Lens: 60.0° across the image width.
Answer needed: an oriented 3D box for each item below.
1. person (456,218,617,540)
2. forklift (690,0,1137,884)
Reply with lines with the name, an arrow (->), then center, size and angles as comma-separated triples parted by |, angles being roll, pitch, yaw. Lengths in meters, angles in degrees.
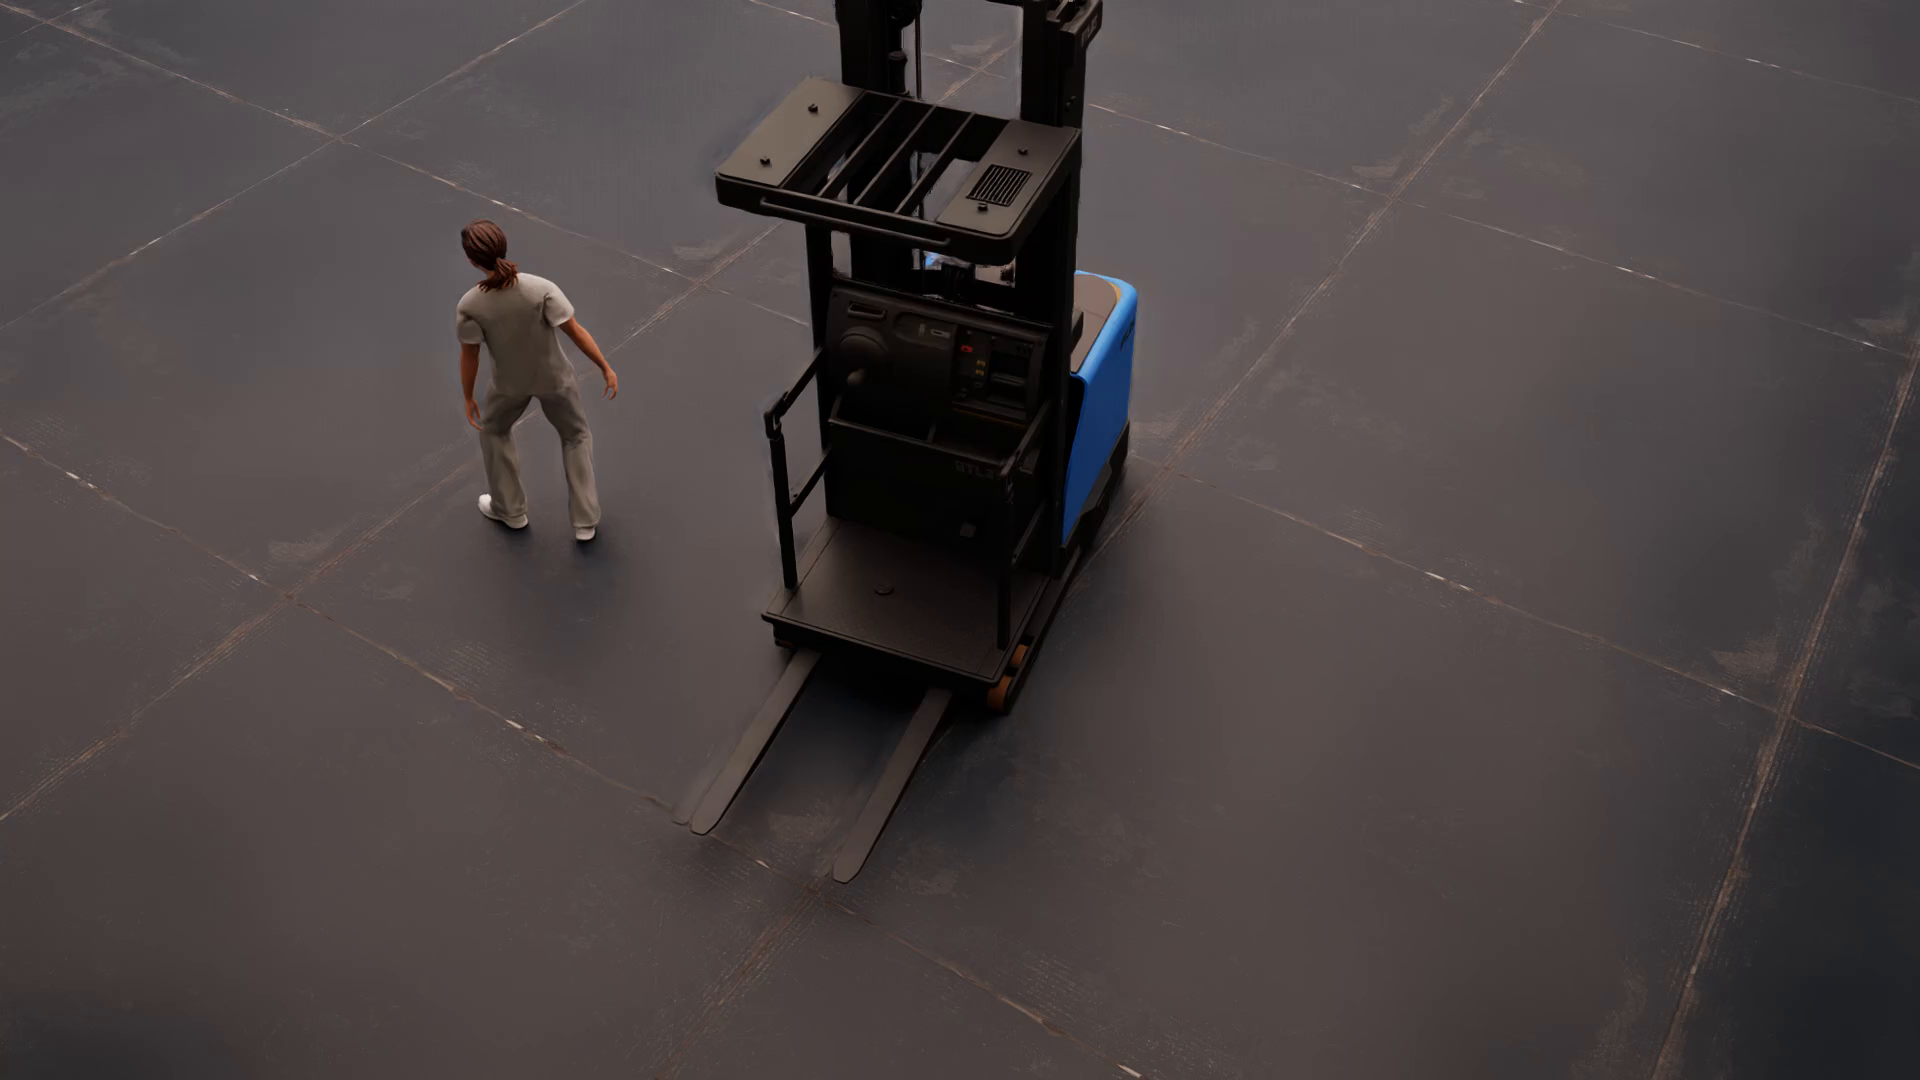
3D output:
person -> -1.951, -0.687, 7.562 | 0.782, 1.640, 0.444 | -6, 44, -6
forklift -> -0.181, -0.654, 6.538 | 1.130, 2.935, 3.031 | 15, 46, 16
